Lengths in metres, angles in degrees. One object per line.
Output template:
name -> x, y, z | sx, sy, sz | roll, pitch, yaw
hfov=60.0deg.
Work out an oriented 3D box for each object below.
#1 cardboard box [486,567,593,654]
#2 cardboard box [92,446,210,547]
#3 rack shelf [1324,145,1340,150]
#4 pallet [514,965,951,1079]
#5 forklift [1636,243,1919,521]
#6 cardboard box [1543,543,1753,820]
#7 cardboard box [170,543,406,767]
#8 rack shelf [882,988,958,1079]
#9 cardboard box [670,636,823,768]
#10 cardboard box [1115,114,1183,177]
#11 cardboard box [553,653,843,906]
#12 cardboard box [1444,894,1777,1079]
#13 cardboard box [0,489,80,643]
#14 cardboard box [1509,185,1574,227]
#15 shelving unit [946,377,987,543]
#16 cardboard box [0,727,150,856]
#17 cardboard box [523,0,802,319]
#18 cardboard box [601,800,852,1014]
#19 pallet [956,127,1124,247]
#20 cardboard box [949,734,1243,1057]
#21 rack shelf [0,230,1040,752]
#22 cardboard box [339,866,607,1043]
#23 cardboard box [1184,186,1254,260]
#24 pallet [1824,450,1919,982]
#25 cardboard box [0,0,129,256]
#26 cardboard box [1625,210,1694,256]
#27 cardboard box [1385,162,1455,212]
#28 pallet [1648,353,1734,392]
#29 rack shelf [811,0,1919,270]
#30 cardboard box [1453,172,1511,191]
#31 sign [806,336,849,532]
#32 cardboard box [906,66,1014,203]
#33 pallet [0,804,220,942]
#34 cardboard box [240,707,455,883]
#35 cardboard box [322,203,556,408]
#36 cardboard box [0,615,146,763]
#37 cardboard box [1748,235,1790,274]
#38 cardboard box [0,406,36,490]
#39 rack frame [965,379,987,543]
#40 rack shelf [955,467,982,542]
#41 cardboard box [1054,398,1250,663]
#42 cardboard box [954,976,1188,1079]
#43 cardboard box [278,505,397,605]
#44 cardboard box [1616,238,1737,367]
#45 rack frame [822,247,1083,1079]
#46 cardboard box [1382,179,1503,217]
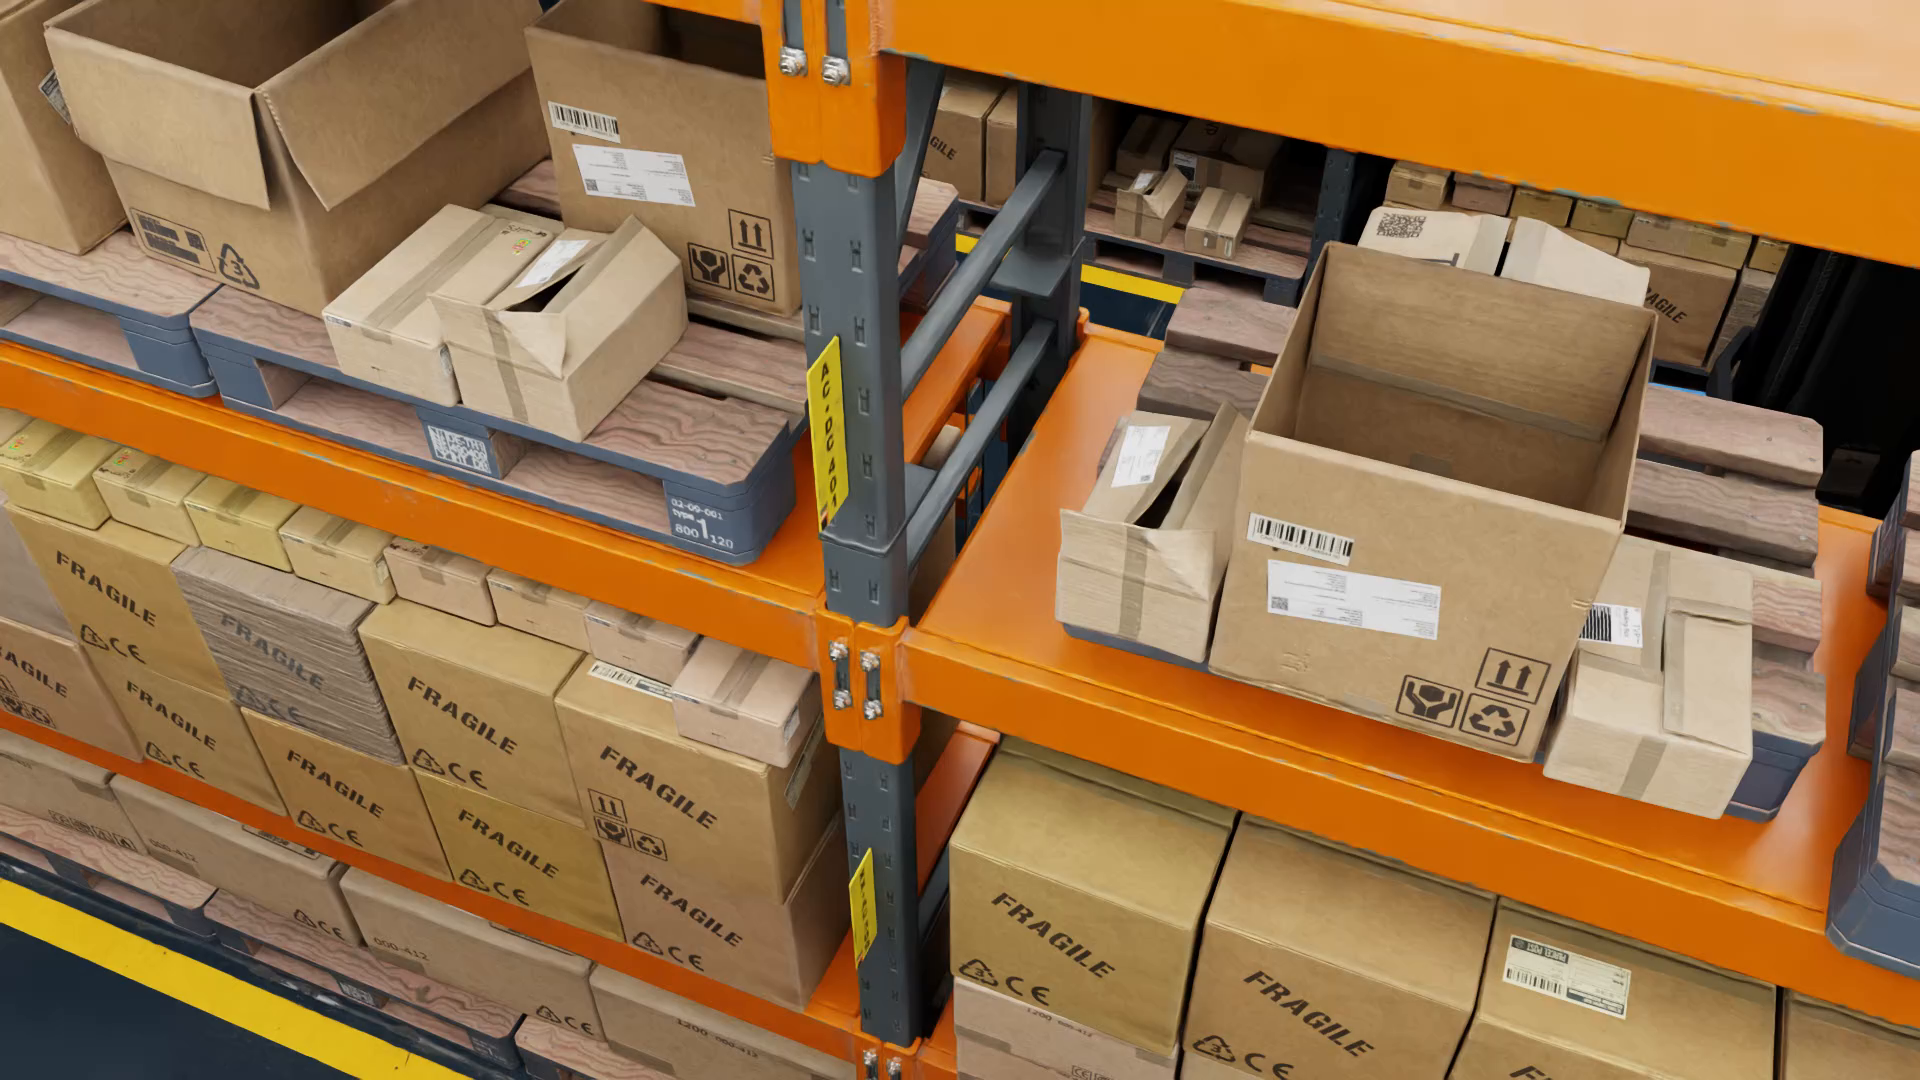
cardboard box -> -0.826, 0.041, 3.681 | 0.250, 0.149, 0.380 | 16, 47, 16
cardboard box -> -1.786, -0.188, 3.911 | 0.250, 0.149, 0.380 | 16, 47, 16
rack shelf -> 0.071, -2.766, 8.253 | 4.000, 0.370, 1.077 | 16, 47, 16
pallet -> -0.663, 1.485, 5.447 | 1.213, 0.211, 1.003 | 16, 47, 16
forklift -> 3.336, -0.349, 5.361 | 3.031, 2.935, 1.130 | 12, 46, 12
cardboard box -> 1.042, 0.196, 2.507 | 0.250, 0.166, 0.380 | 13, 46, 13
cardboard box -> -1.471, 0.140, 4.041 | 0.500, 0.500, 0.500 | 17, 47, 16
rack shelf -> 1.855, 1.552, 3.913 | 4.000, 0.370, 1.077 | 16, 47, 16
cardboard box -> -0.398, 0.258, 3.464 | 0.250, 0.149, 0.380 | 15, 47, 15
cardboard box -> 0.998, -2.068, 8.764 | 0.250, 0.149, 0.380 | 16, 47, 15
cardboard box -> -0.533, 0.416, 3.765 | 0.500, 0.500, 0.500 | 16, 47, 16
cardboard box -> 1.247, 0.928, 3.249 | 0.500, 0.500, 0.500 | 15, 47, 15
cardboard box -> -2.392, -0.136, 4.319 | 0.500, 0.500, 0.500 | 16, 47, 16
cardboard box -> 2.672, -1.613, 7.598 | 0.250, 0.149, 0.380 | 14, 47, 14
shelving unit -> -0.049, -0.387, 6.733 | 0.252, 1.050, 0.215 | 16, 47, 16
cardboard box -> -3.035, 0.541, 5.937 | 0.875, 0.438, 0.875 | 15, 47, 15
cardboard box -> -0.453, -0.826, 3.226 | 0.500, 0.500, 0.500 | 17, 47, 17
cardboard box -> -0.517, 0.759, 4.129 | 0.500, 0.500, 0.500 | 17, 47, 16
pallet -> 0.153, -2.007, 8.957 | 1.213, 0.211, 1.003 | 16, 47, 16
cardboard box -> 0.304, 0.671, 3.509 | 0.500, 0.500, 0.500 | 17, 47, 16
rack shelf -> -1.837, -0.598, 3.946 | 4.000, 0.370, 1.077 | 16, 47, 16
cardboard box -> -1.356, 1.030, 5.446 | 0.875, 0.438, 0.875 | 15, 47, 15
cardboard box -> 1.289, -1.577, 8.270 | 0.250, 0.149, 0.380 | 15, 47, 15
pallet -> 2.053, 0.402, 2.566 | 1.213, 0.211, 1.003 | 18, 48, 18
cardboard box -> -1.880, -0.970, 3.371 | 0.500, 0.500, 0.500 | 17, 47, 17
cardboard box -> 3.146, -1.456, 7.440 | 0.250, 0.149, 0.380 | 16, 47, 16
cardboard box -> 2.145, -1.700, 7.686 | 0.250, 0.149, 0.380 | 19, 48, 18
pallet -> 3.812, -0.963, 7.908 | 1.213, 0.211, 1.003 | 16, 47, 16
rack shelf -> 1.855, -0.433, 1.938 | 4.000, 0.370, 1.077 | 16, 47, 16
cardboard box -> 2.404, -1.767, 7.541 | 0.250, 0.149, 0.380 | 14, 47, 14
sign -> -0.203, -0.159, 2.573 | 0.005, 0.325, 0.100 | 16, 47, 16
cardboard box -> -0.024, -2.133, 8.581 | 0.500, 0.500, 0.500 | 17, 47, 17
pallet -> -2.915, 0.822, 6.113 | 1.213, 0.211, 1.003 | 16, 47, 16
cardboard box -> -1.464, 0.496, 4.393 | 0.500, 0.500, 0.500 | 16, 47, 15
cardboard box -> -0.948, -0.442, 3.089 | 0.250, 0.149, 0.380 | 17, 47, 17
cardboard box -> -2.410, 0.218, 4.672 | 0.500, 0.500, 0.500 | 16, 47, 16
cardboard box -> 3.635, -1.332, 7.316 | 0.250, 0.149, 0.380 | 17, 47, 16
cardboard box -> -2.270, -0.314, 4.038 | 0.250, 0.149, 0.380 | 17, 47, 16
rack frame -> 0.063, -0.354, 6.700 | 0.008, 1.050, 0.200 | 16, 47, 16
rack shelf -> -0.049, -0.182, 6.937 | 0.240, 0.259, 0.215 | 16, 47, 16
cardboard box -> 0.336, -0.047, 2.680 | 0.258, 0.266, 0.396 | 16, 47, 15
cardboard box -> 0.307, 0.933, 3.777 | 0.500, 0.250, 0.500 | 15, 47, 15
cardboard box -> -1.311, -0.060, 3.783 | 0.250, 0.149, 0.380 | 16, 47, 16
cardboard box -> 3.231, -1.187, 7.629 | 0.500, 0.500, 0.500 | 15, 47, 15
rack frame -> 0.009, 0.754, 4.205 | 0.127, 3.000, 1.000 | 16, 47, 16
cardboard box -> 2.276, -1.463, 7.907 | 0.500, 0.500, 0.500 | 18, 48, 18
